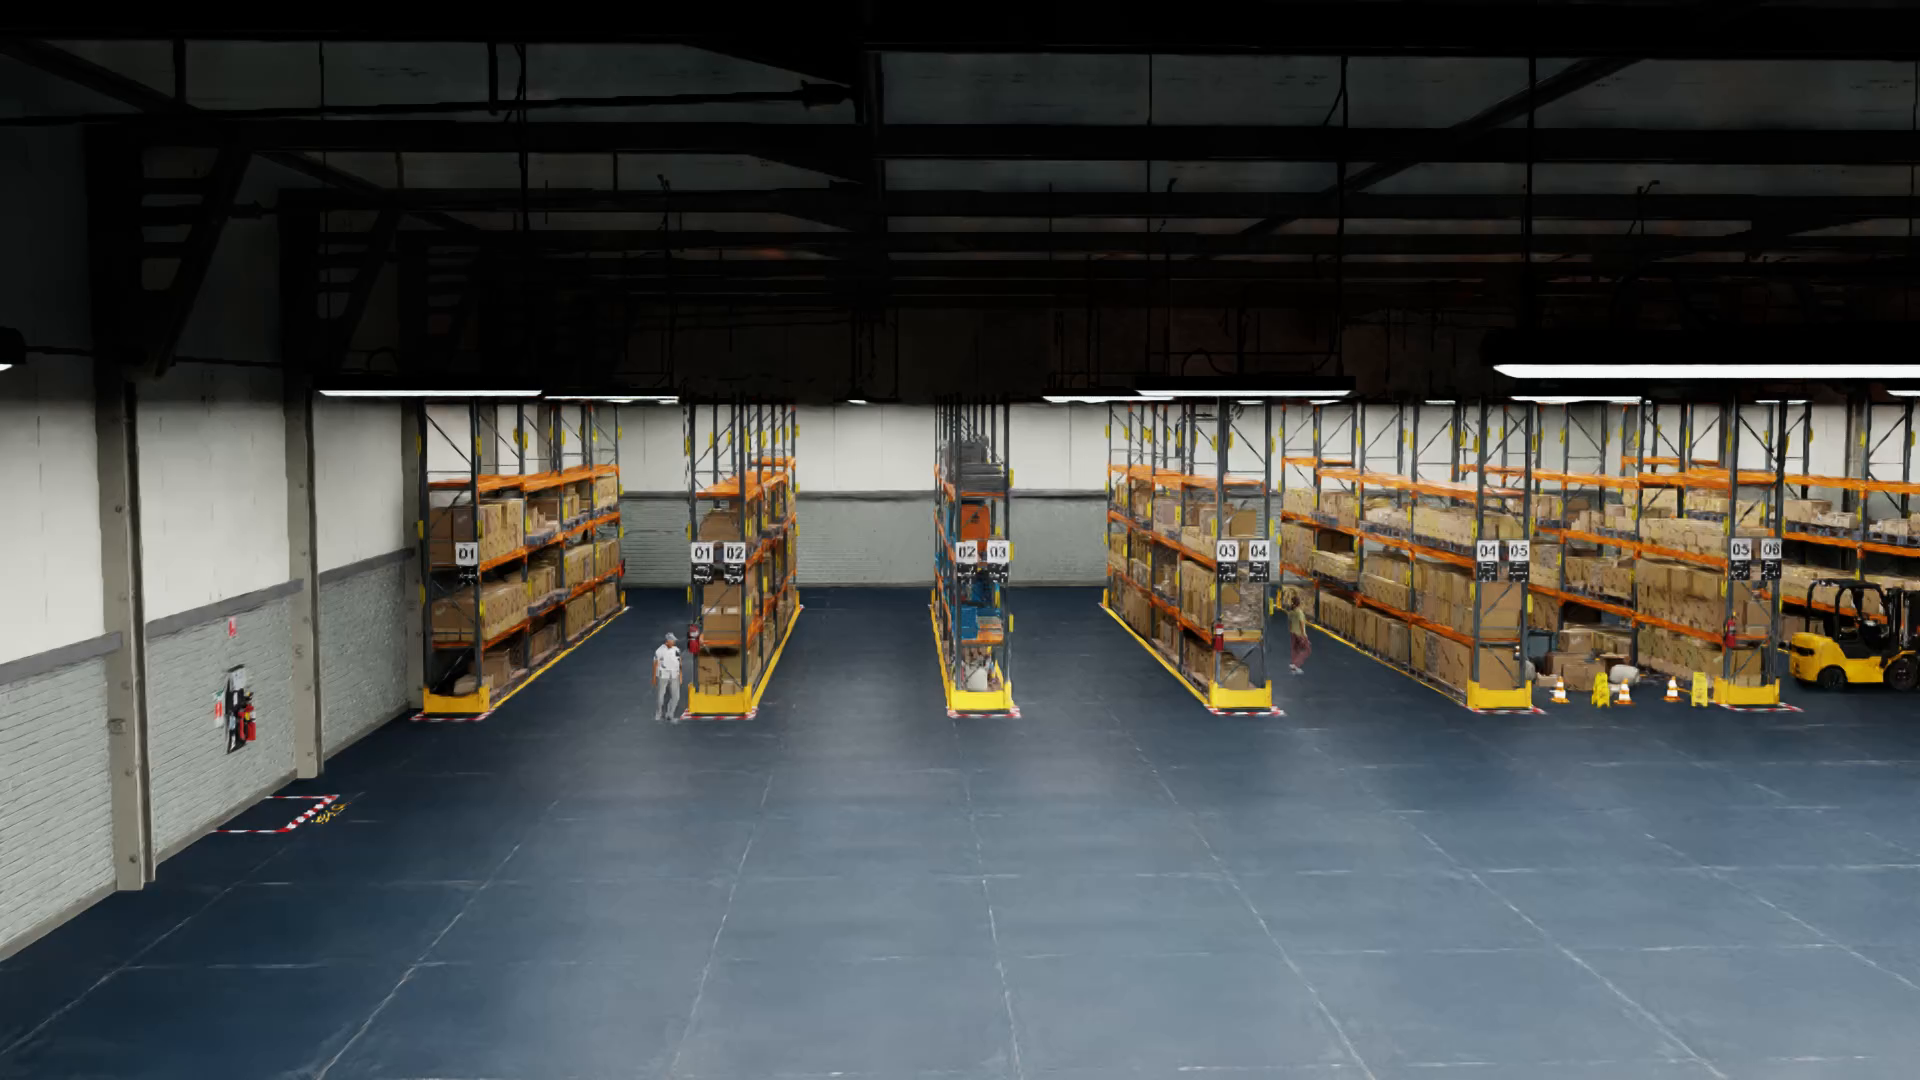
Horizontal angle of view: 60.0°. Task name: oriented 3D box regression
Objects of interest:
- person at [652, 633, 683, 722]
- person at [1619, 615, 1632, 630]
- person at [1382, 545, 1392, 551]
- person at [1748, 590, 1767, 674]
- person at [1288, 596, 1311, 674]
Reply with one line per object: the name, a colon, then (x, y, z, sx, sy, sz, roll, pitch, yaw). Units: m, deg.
person: (-5.357, 2.489, 30.326, 0.581, 1.636, 0.636, -3, 5, -32)
person: (16.590, 1.483, 41.618, 0.577, 1.785, 0.655, 3, 5, 29)
person: (12.504, 0.976, 48.772, 0.464, 1.673, 0.580, 2, 5, 23)
person: (17.001, 1.959, 35.681, 0.621, 1.776, 0.677, 2, 5, 28)
person: (7.223, 2.106, 35.614, 0.432, 1.532, 0.495, -3, 5, -30)
